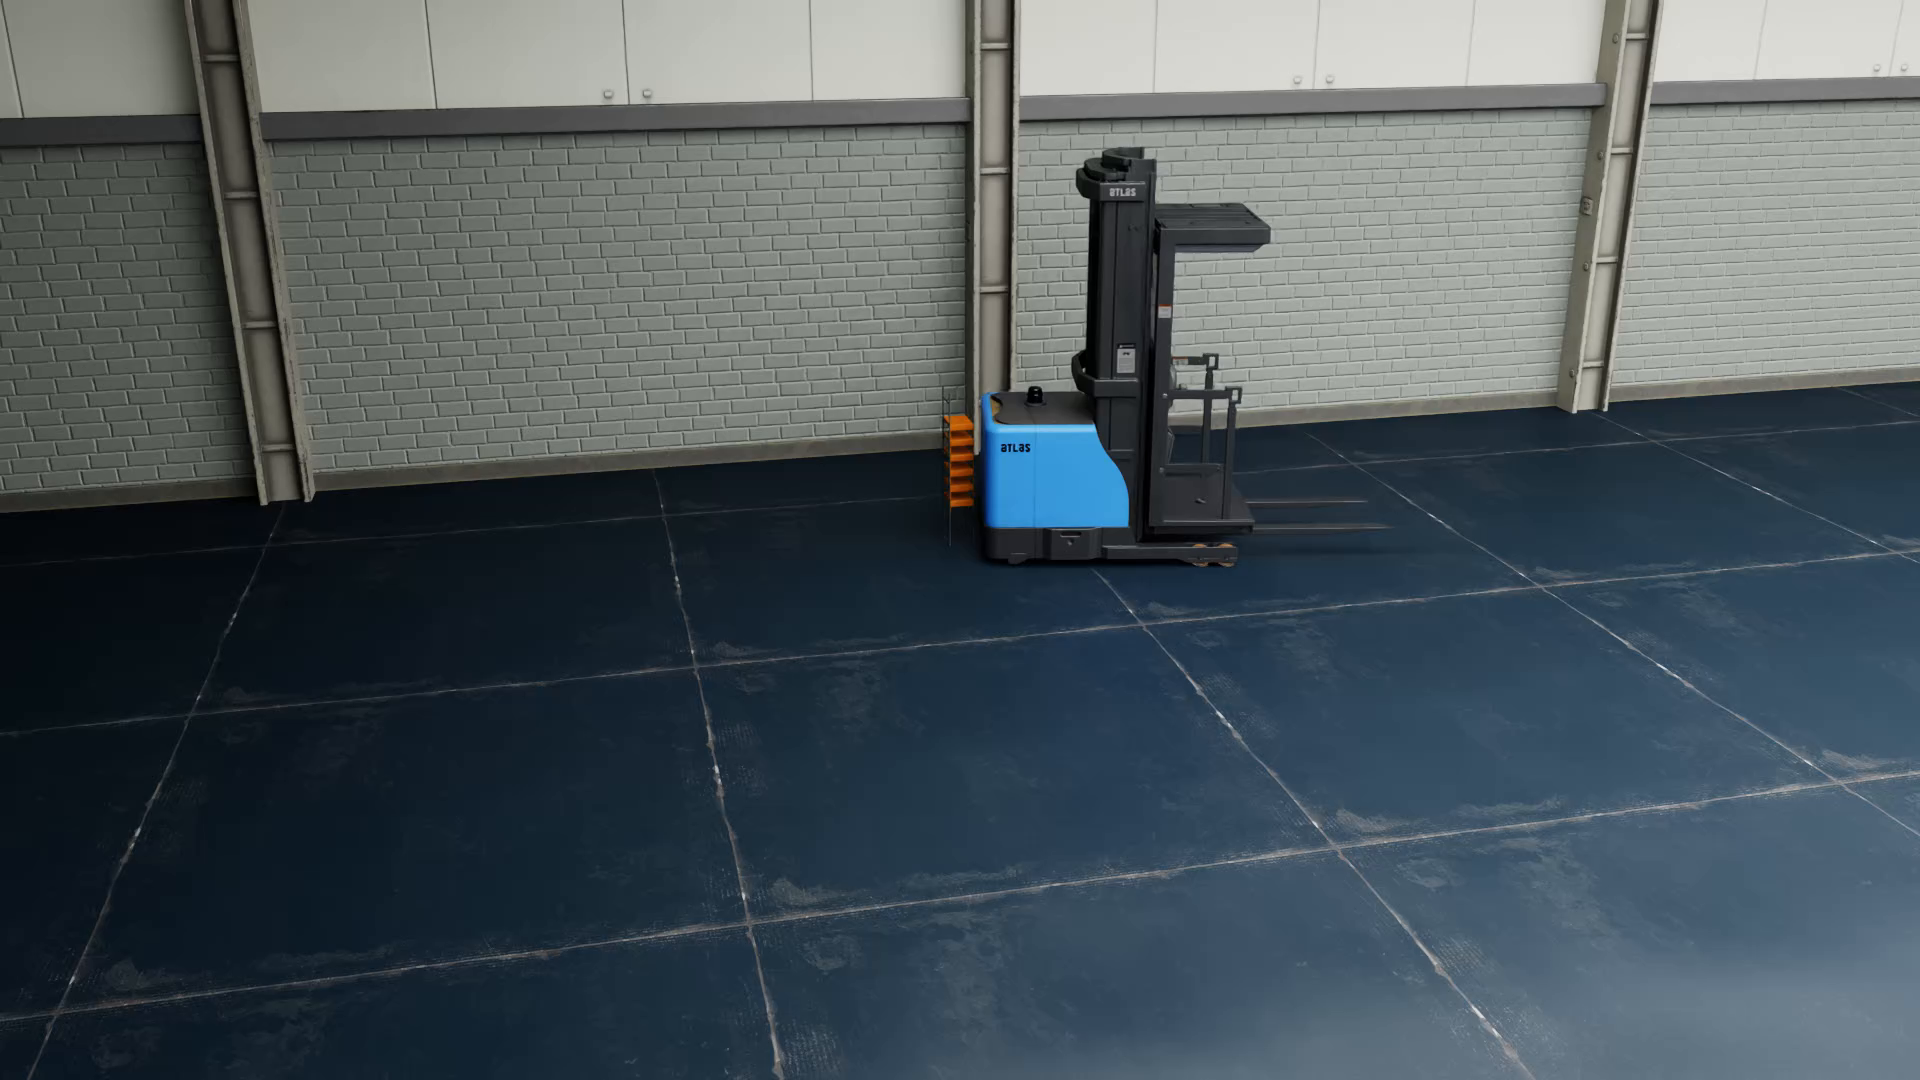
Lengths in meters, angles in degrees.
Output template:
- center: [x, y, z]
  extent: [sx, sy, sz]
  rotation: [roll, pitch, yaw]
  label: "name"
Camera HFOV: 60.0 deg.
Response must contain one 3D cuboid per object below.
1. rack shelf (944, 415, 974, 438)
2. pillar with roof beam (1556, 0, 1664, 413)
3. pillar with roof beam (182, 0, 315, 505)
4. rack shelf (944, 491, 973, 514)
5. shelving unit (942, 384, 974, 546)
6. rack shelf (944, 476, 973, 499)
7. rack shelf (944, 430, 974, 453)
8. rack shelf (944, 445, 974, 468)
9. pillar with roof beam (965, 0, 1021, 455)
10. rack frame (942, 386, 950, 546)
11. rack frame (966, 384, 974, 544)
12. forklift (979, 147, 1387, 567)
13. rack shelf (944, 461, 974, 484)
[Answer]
- center: [-0.014, -0.859, 12.497]
  extent: [0.180, 0.103, 0.258]
  rotation: [-5, 21, -12]
  label: "rack shelf"
- center: [7.102, -4.086, 10.886]
  extent: [0.400, 9.000, 9.100]
  rotation: [-5, 21, -12]
  label: "pillar with roof beam"
- center: [-4.576, -3.136, 8.293]
  extent: [0.400, 9.000, 9.100]
  rotation: [-5, 21, -12]
  label: "pillar with roof beam"
- center: [-0.014, -0.295, 12.703]
  extent: [0.180, 0.103, 0.258]
  rotation: [-5, 21, -12]
  label: "rack shelf"
- center: [-0.014, -0.562, 12.605]
  extent: [0.189, 1.200, 0.258]
  rotation: [-5, 21, -12]
  label: "shelving unit"
- center: [-0.014, -0.408, 12.662]
  extent: [0.180, 0.103, 0.258]
  rotation: [-5, 21, -12]
  label: "rack shelf"
- center: [-0.014, -0.746, 12.538]
  extent: [0.180, 0.103, 0.258]
  rotation: [-5, 21, -12]
  label: "rack shelf"
- center: [-0.014, -0.633, 12.579]
  extent: [0.180, 0.103, 0.258]
  rotation: [-5, 21, -12]
  label: "rack shelf"
- center: [1.263, -3.611, 9.590]
  extent: [0.400, 9.000, 9.100]
  rotation: [-5, 21, -12]
  label: "pillar with roof beam"
- center: [-0.103, -0.555, 12.585]
  extent: [0.006, 1.200, 0.240]
  rotation: [-5, 21, -12]
  label: "rack frame"
- center: [0.075, -0.569, 12.625]
  extent: [0.006, 1.200, 0.240]
  rotation: [-5, 21, -12]
  label: "rack frame"
- center: [1.673, -1.361, 12.270]
  extent: [3.031, 2.935, 1.130]
  rotation: [0, 20, -1]
  label: "forklift"
- center: [-0.014, -0.521, 12.620]
  extent: [0.180, 0.103, 0.258]
  rotation: [-5, 21, -12]
  label: "rack shelf"
